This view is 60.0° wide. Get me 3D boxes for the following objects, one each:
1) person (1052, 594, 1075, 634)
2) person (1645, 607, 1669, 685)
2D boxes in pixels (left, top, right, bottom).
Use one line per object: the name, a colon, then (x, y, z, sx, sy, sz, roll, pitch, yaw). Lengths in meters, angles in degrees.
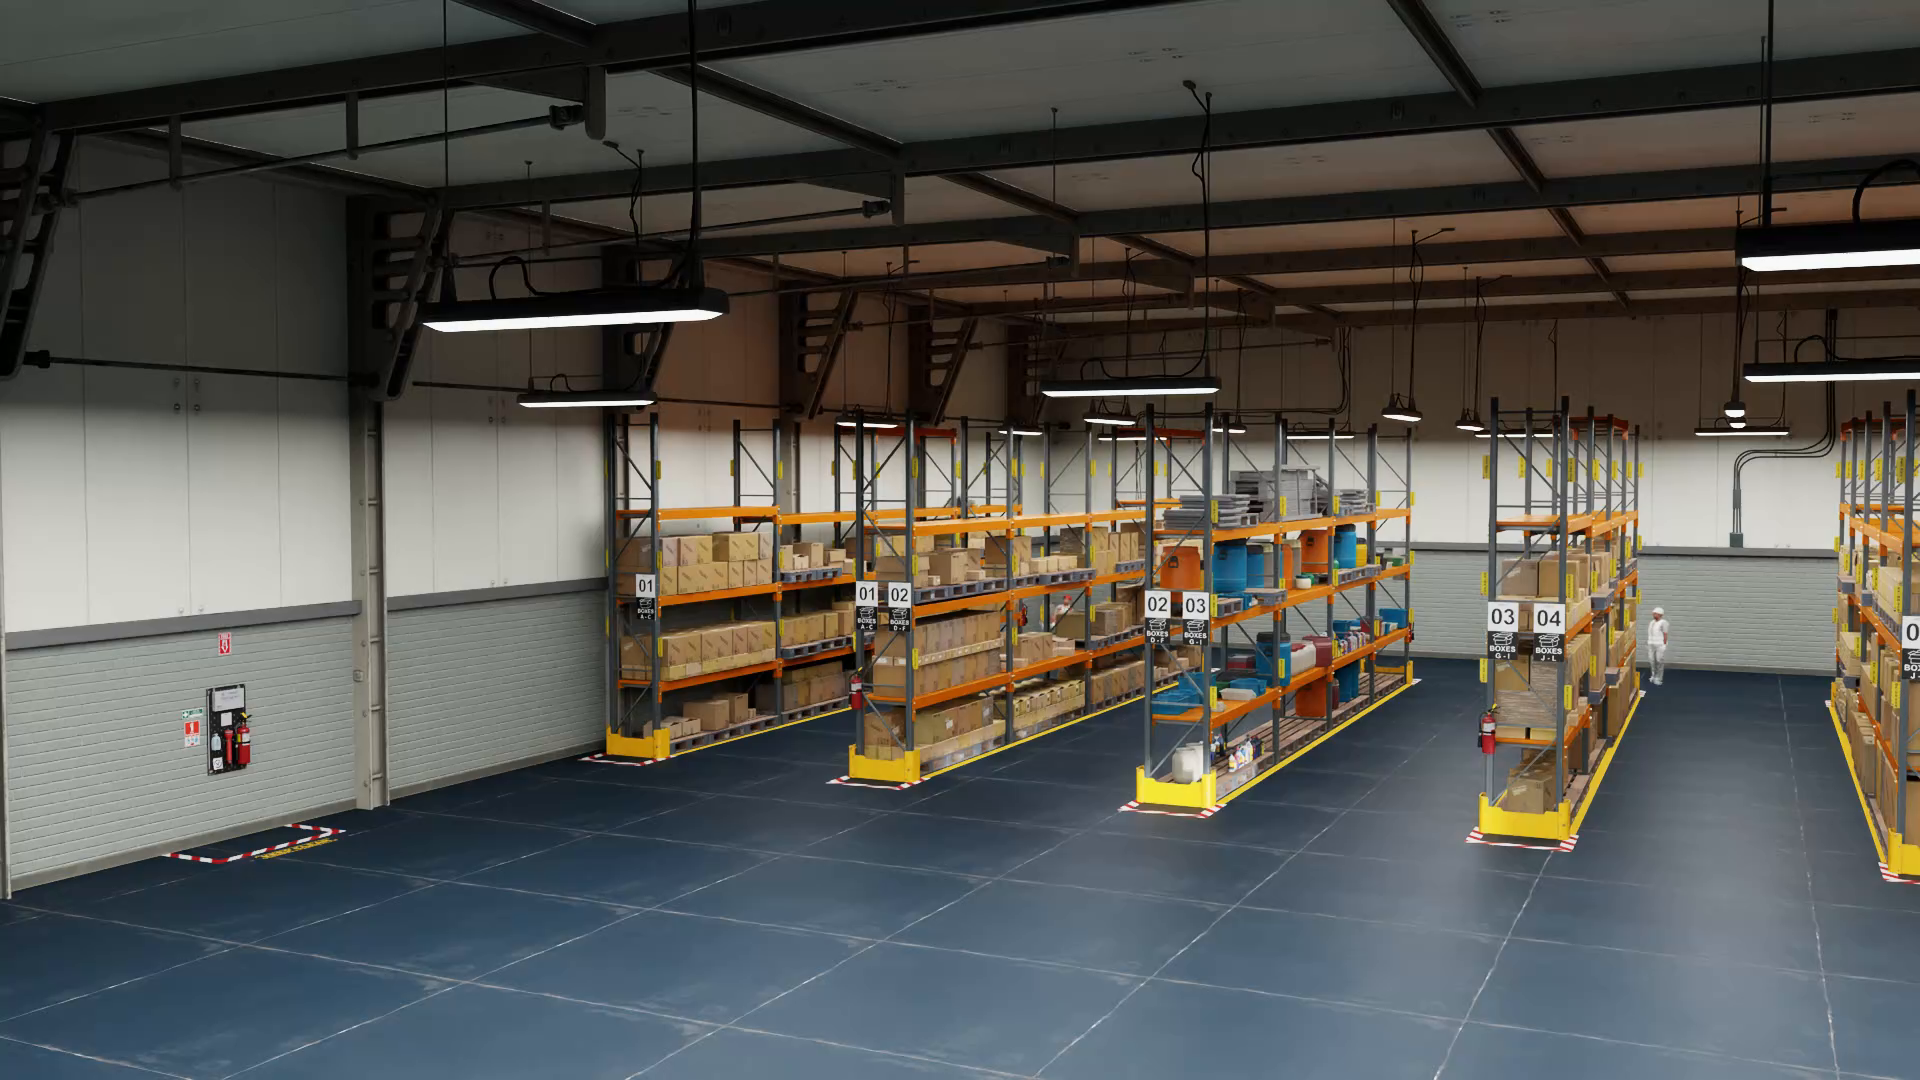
person: (2.699, 2.293, 43.298, 0.625, 1.724, 0.925, 0, 2, -5)
person: (16.304, 2.475, 39.037, 0.610, 1.789, 0.581, -1, 3, -32)
